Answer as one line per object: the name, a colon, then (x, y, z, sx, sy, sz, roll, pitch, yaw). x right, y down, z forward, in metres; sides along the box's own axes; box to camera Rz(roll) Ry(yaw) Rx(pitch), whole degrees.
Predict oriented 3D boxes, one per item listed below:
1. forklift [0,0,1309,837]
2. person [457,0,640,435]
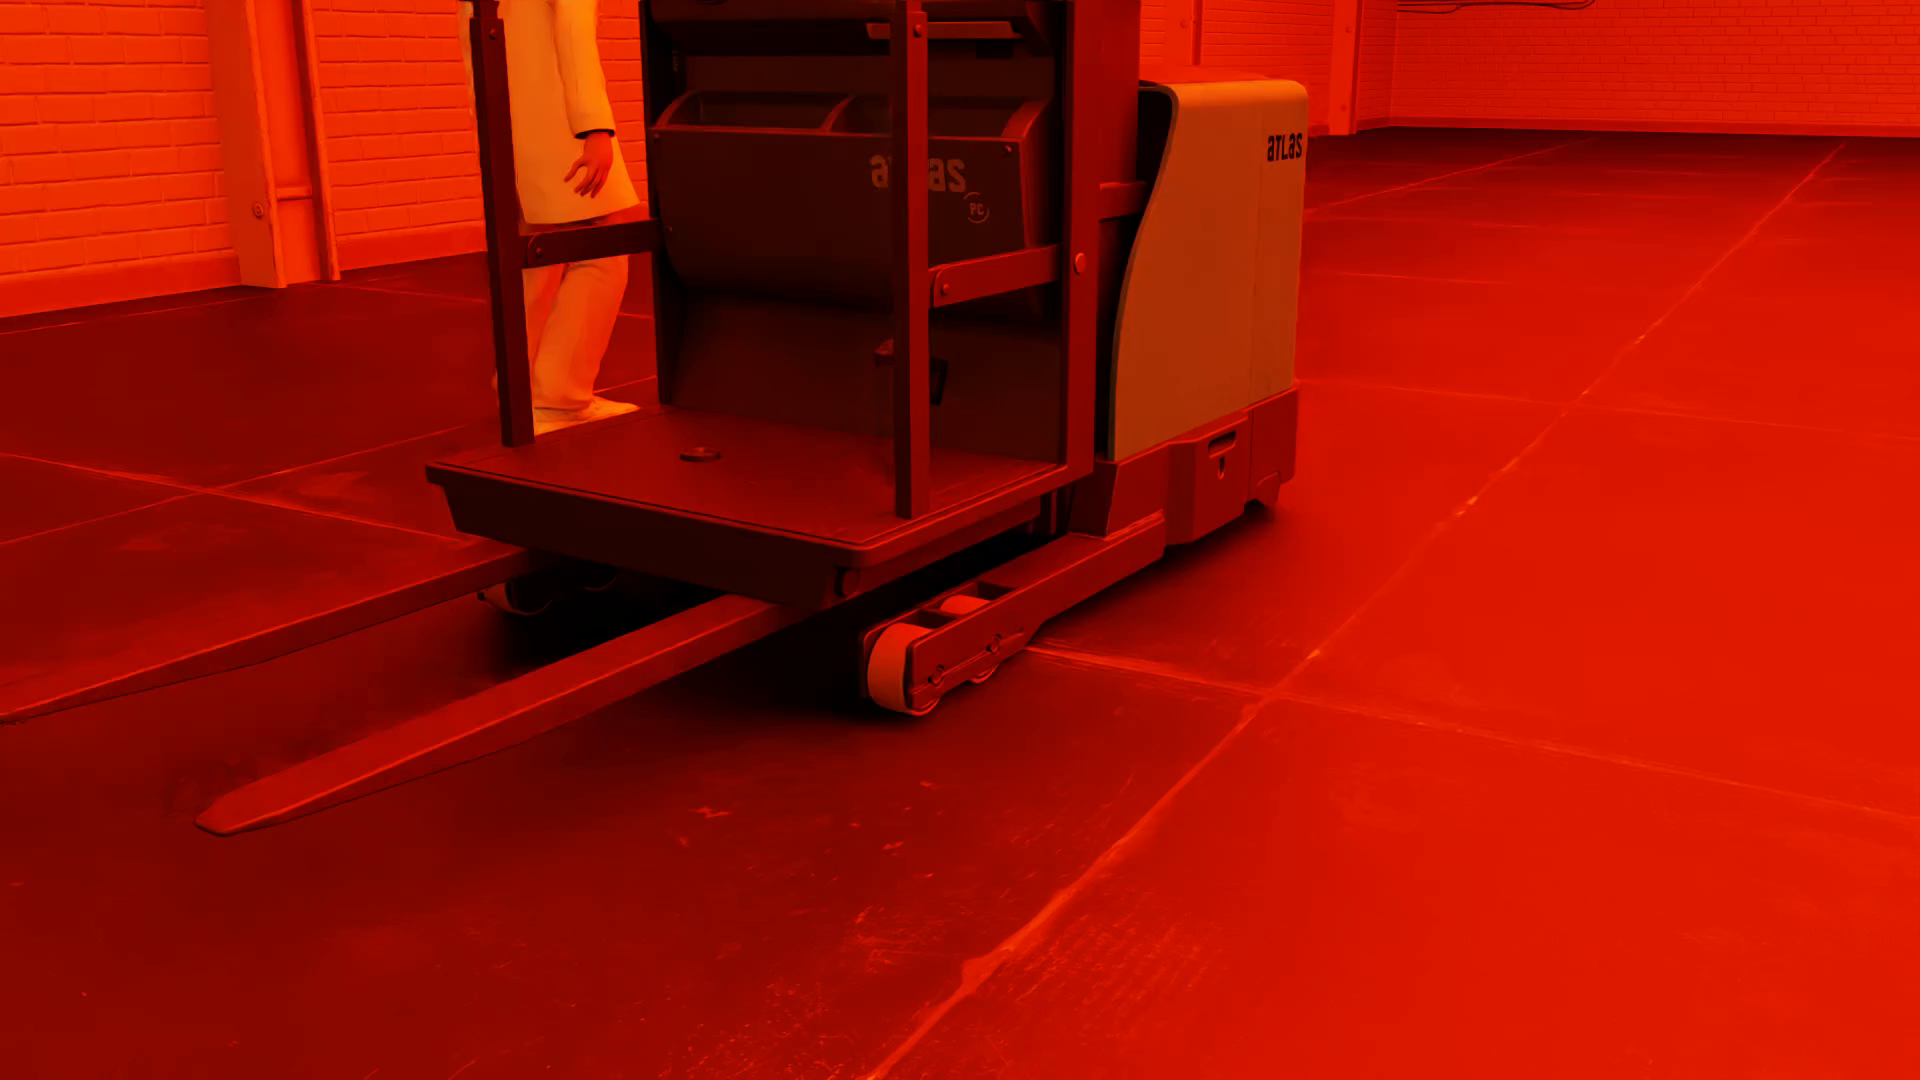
forklift: (-0.352, -1.242, 3.070, 1.130, 2.935, 3.031, 10, 19, 32)
person: (-1.217, -1.201, 4.904, 0.425, 1.746, 0.885, -15, 22, -41)
